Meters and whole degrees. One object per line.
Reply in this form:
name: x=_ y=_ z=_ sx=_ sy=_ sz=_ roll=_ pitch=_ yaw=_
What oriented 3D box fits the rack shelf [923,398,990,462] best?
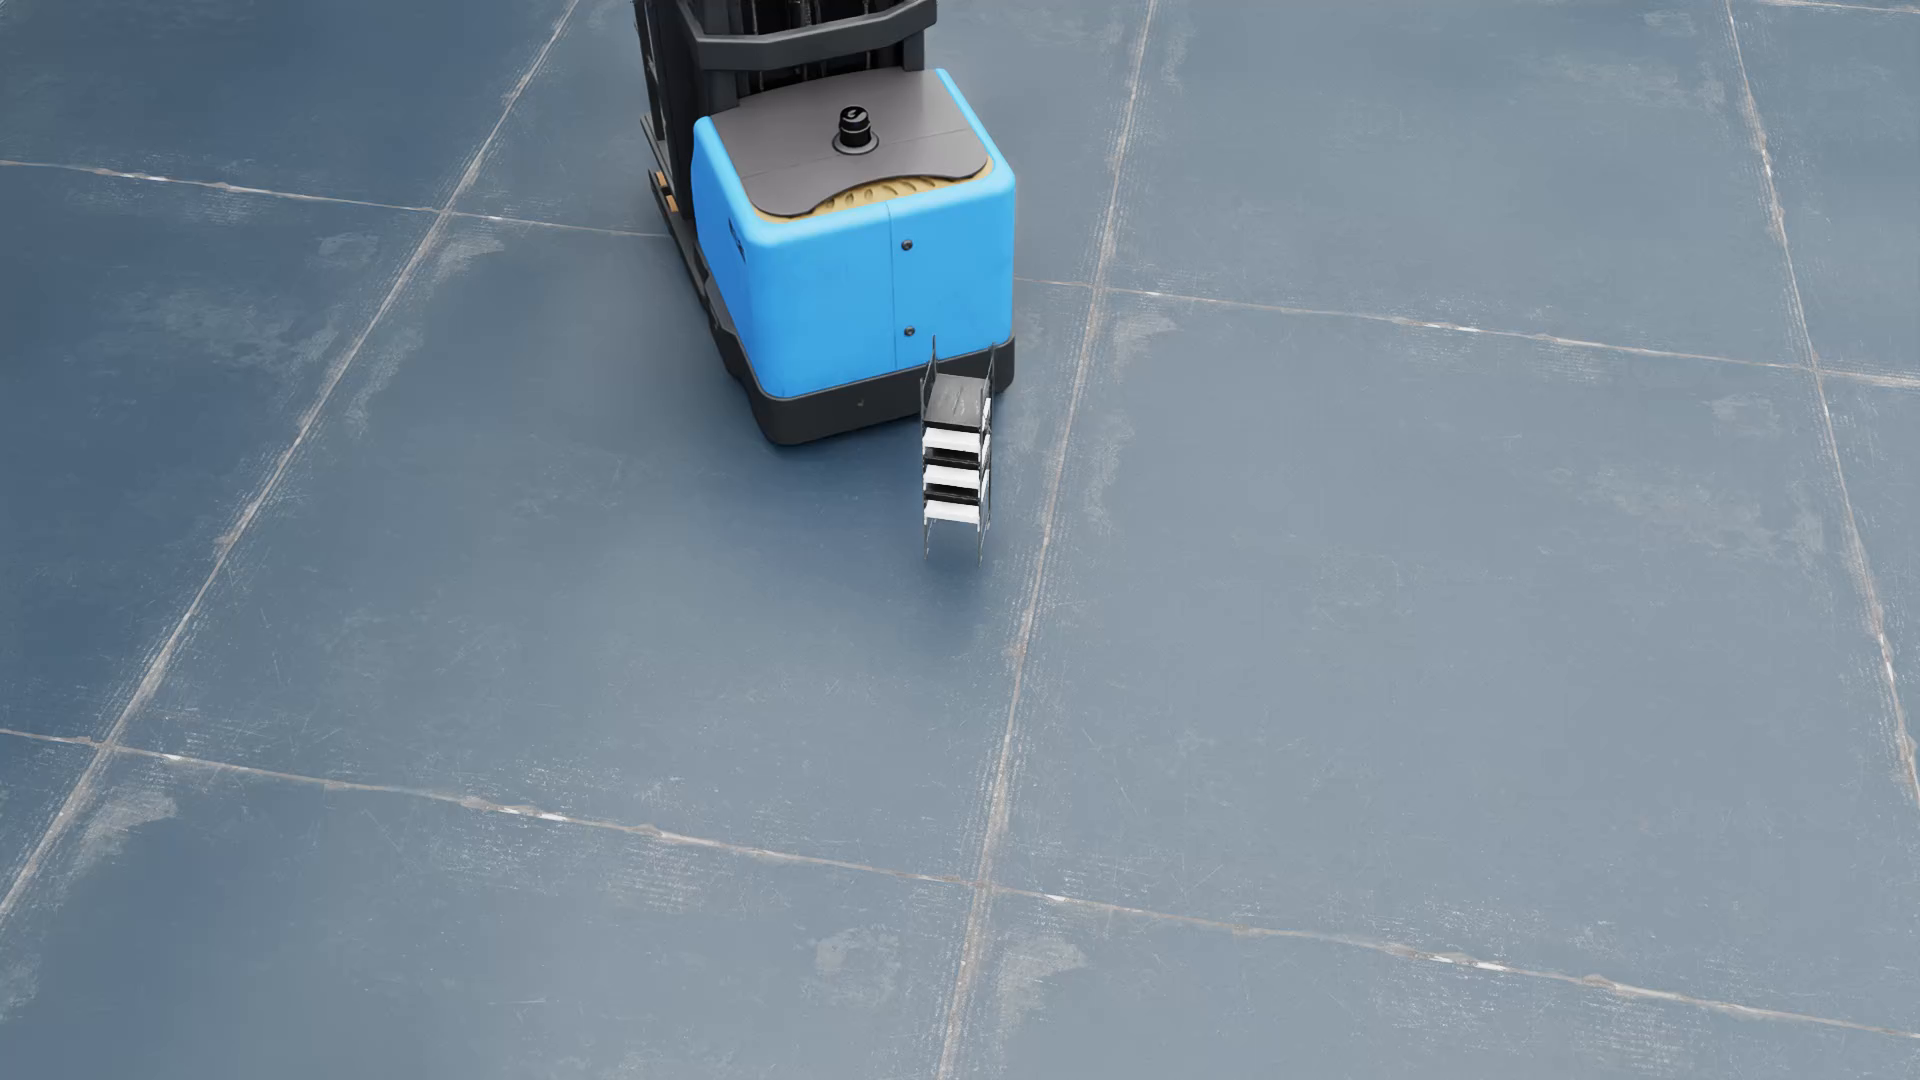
rack shelf: x=-0.008 y=-0.400 z=5.807 sx=0.200 sy=0.077 sz=0.258 roll=8 pitch=49 yaw=7

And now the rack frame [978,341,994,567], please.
rack frame: x=0.092 y=-0.288 z=5.904 sx=0.006 sy=0.900 sz=0.240 roll=8 pitch=49 yaw=7

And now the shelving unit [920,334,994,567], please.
shelving unit: x=-0.008 y=-0.302 z=5.916 sx=0.210 sy=0.900 sz=0.258 roll=8 pitch=49 yaw=7

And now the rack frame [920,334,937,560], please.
rack frame: x=-0.108 y=-0.315 z=5.928 sx=0.006 sy=0.900 sz=0.240 roll=8 pitch=49 yaw=7

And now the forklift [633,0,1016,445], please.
forklift: x=-0.773 y=-2.470 z=6.499 sx=1.130 sy=2.935 sz=3.031 roll=-16 pitch=50 yaw=-14

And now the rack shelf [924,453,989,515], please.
rack shelf: x=-0.008 y=-0.219 z=6.008 sx=0.200 sy=0.077 sz=0.258 roll=8 pitch=49 yaw=7

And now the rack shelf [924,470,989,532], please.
rack shelf: x=-0.008 y=-0.159 z=6.075 sx=0.200 sy=0.077 sz=0.258 roll=8 pitch=49 yaw=7

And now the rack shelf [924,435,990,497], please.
rack shelf: x=-0.008 y=-0.280 z=5.941 sx=0.200 sy=0.077 sz=0.258 roll=8 pitch=49 yaw=7

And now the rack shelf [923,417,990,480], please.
rack shelf: x=-0.008 y=-0.340 z=5.874 sx=0.200 sy=0.077 sz=0.258 roll=8 pitch=49 yaw=7

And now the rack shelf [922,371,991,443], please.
rack shelf: x=-0.008 y=-0.460 z=5.740 sx=0.200 sy=0.077 sz=0.258 roll=8 pitch=49 yaw=7
